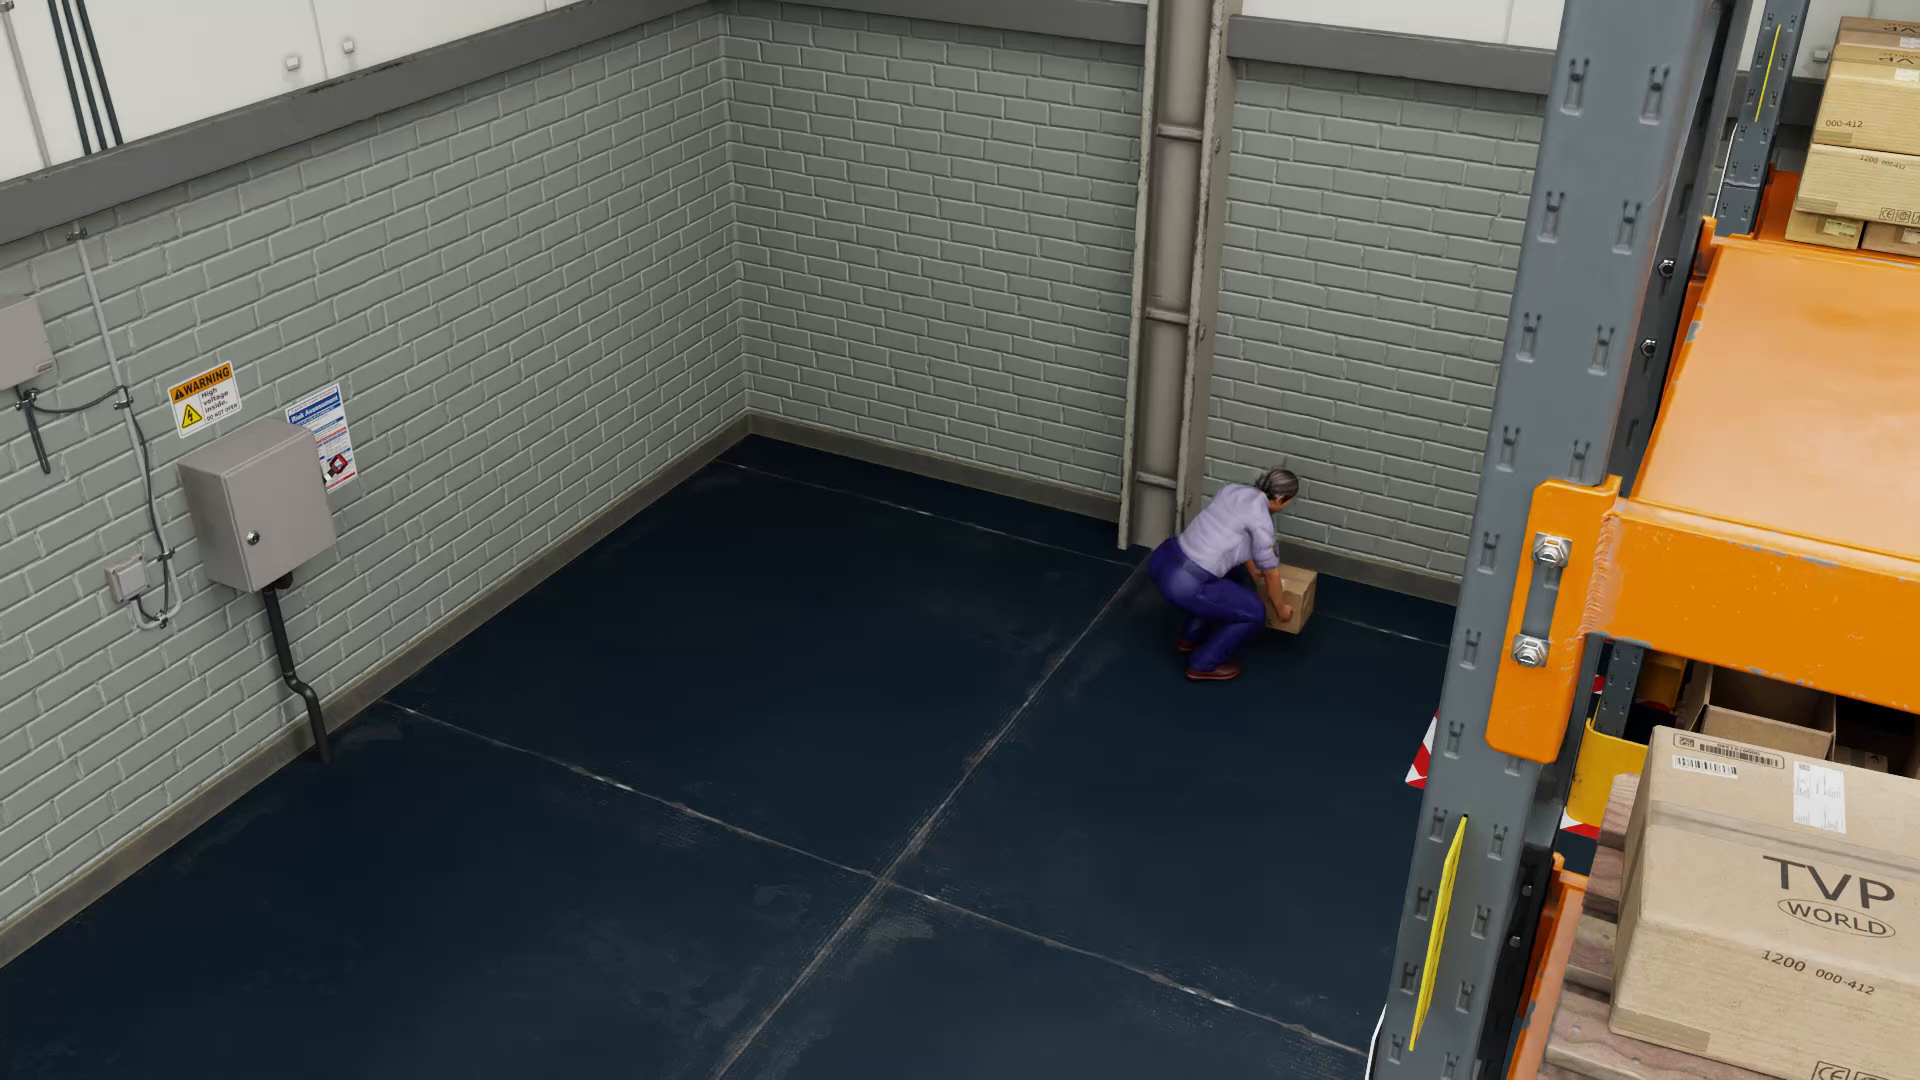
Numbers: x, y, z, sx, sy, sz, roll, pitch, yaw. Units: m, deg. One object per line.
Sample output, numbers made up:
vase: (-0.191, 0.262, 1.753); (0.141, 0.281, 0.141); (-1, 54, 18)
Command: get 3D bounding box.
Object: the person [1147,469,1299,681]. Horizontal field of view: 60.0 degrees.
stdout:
person: (1.352, 0.166, 8.601); (0.772, 1.064, 0.533); (-7, 31, -12)
